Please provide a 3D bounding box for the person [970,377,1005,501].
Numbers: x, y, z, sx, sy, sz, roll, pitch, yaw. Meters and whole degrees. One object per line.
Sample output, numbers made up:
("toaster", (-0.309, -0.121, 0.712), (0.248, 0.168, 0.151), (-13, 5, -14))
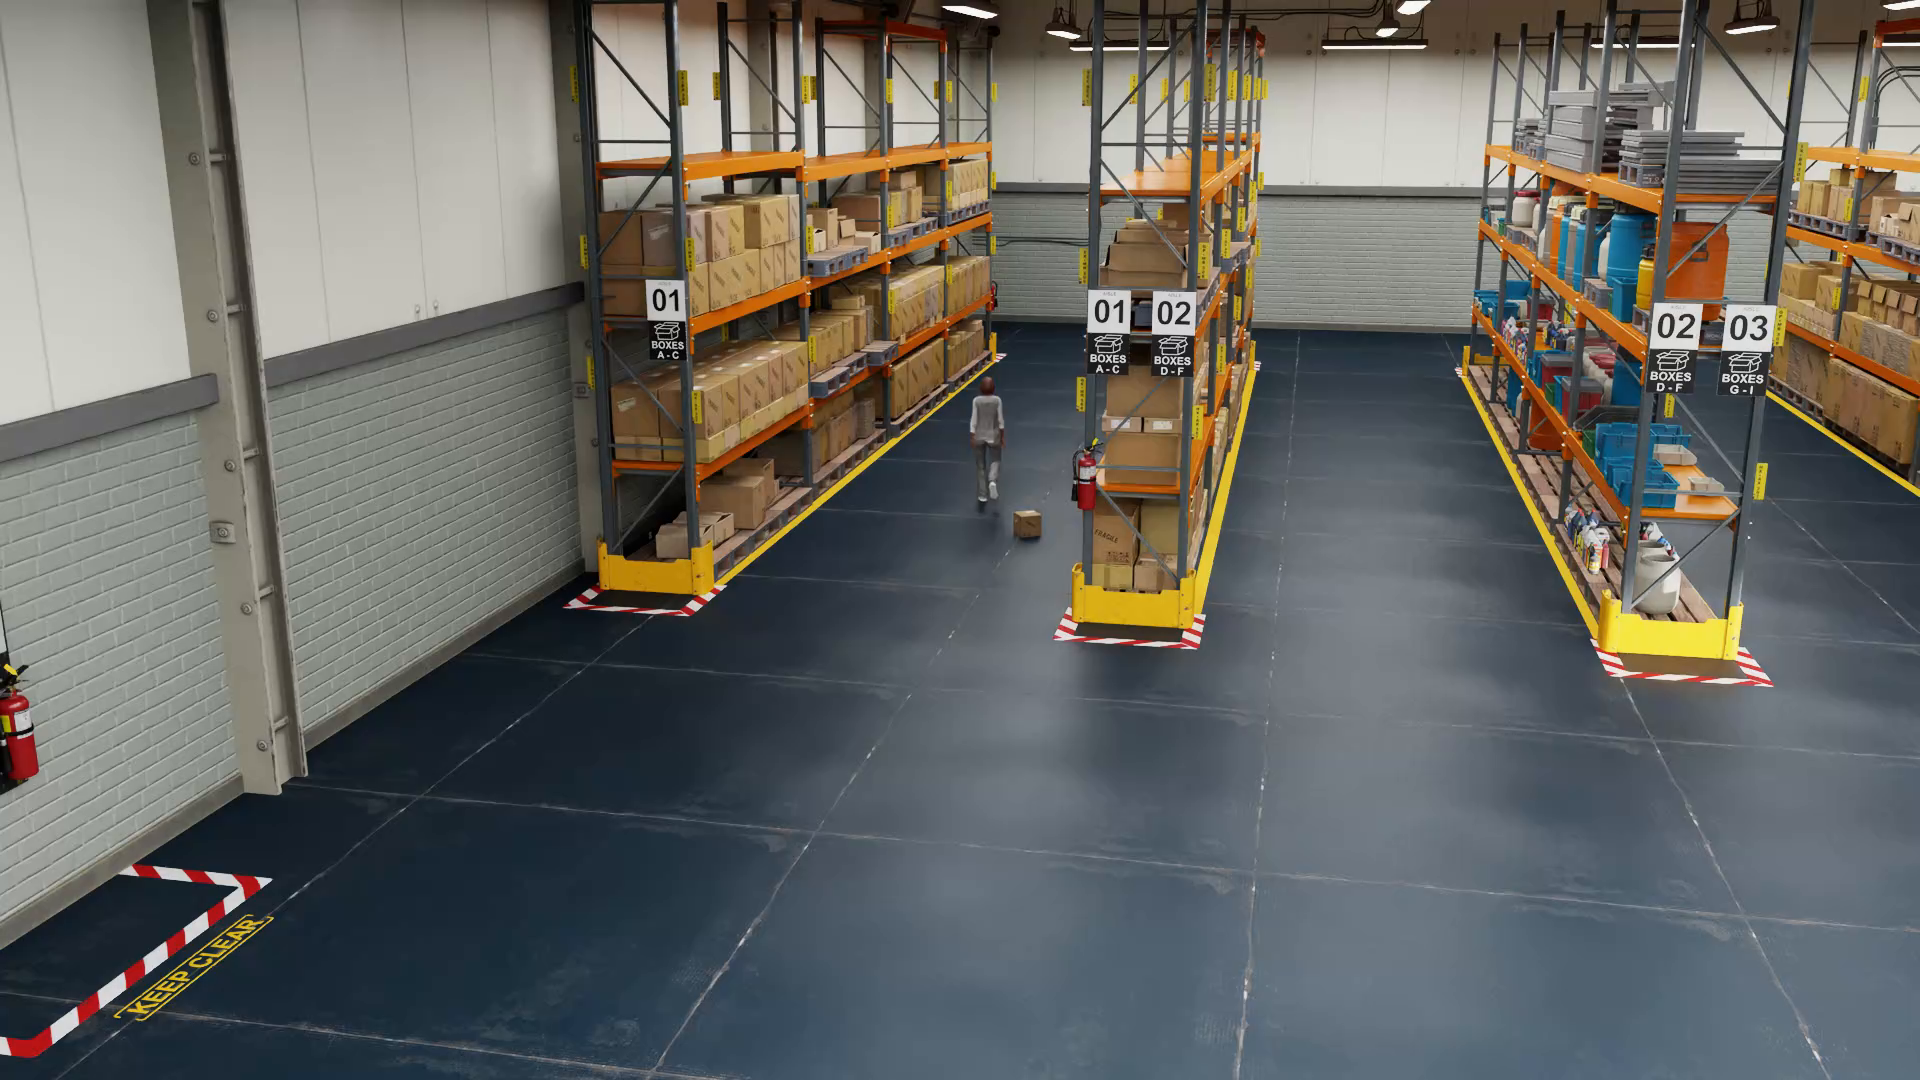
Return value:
("person", (0.345, -1.236, 20.595), (0.436, 1.588, 0.562), (0, 15, -1))
